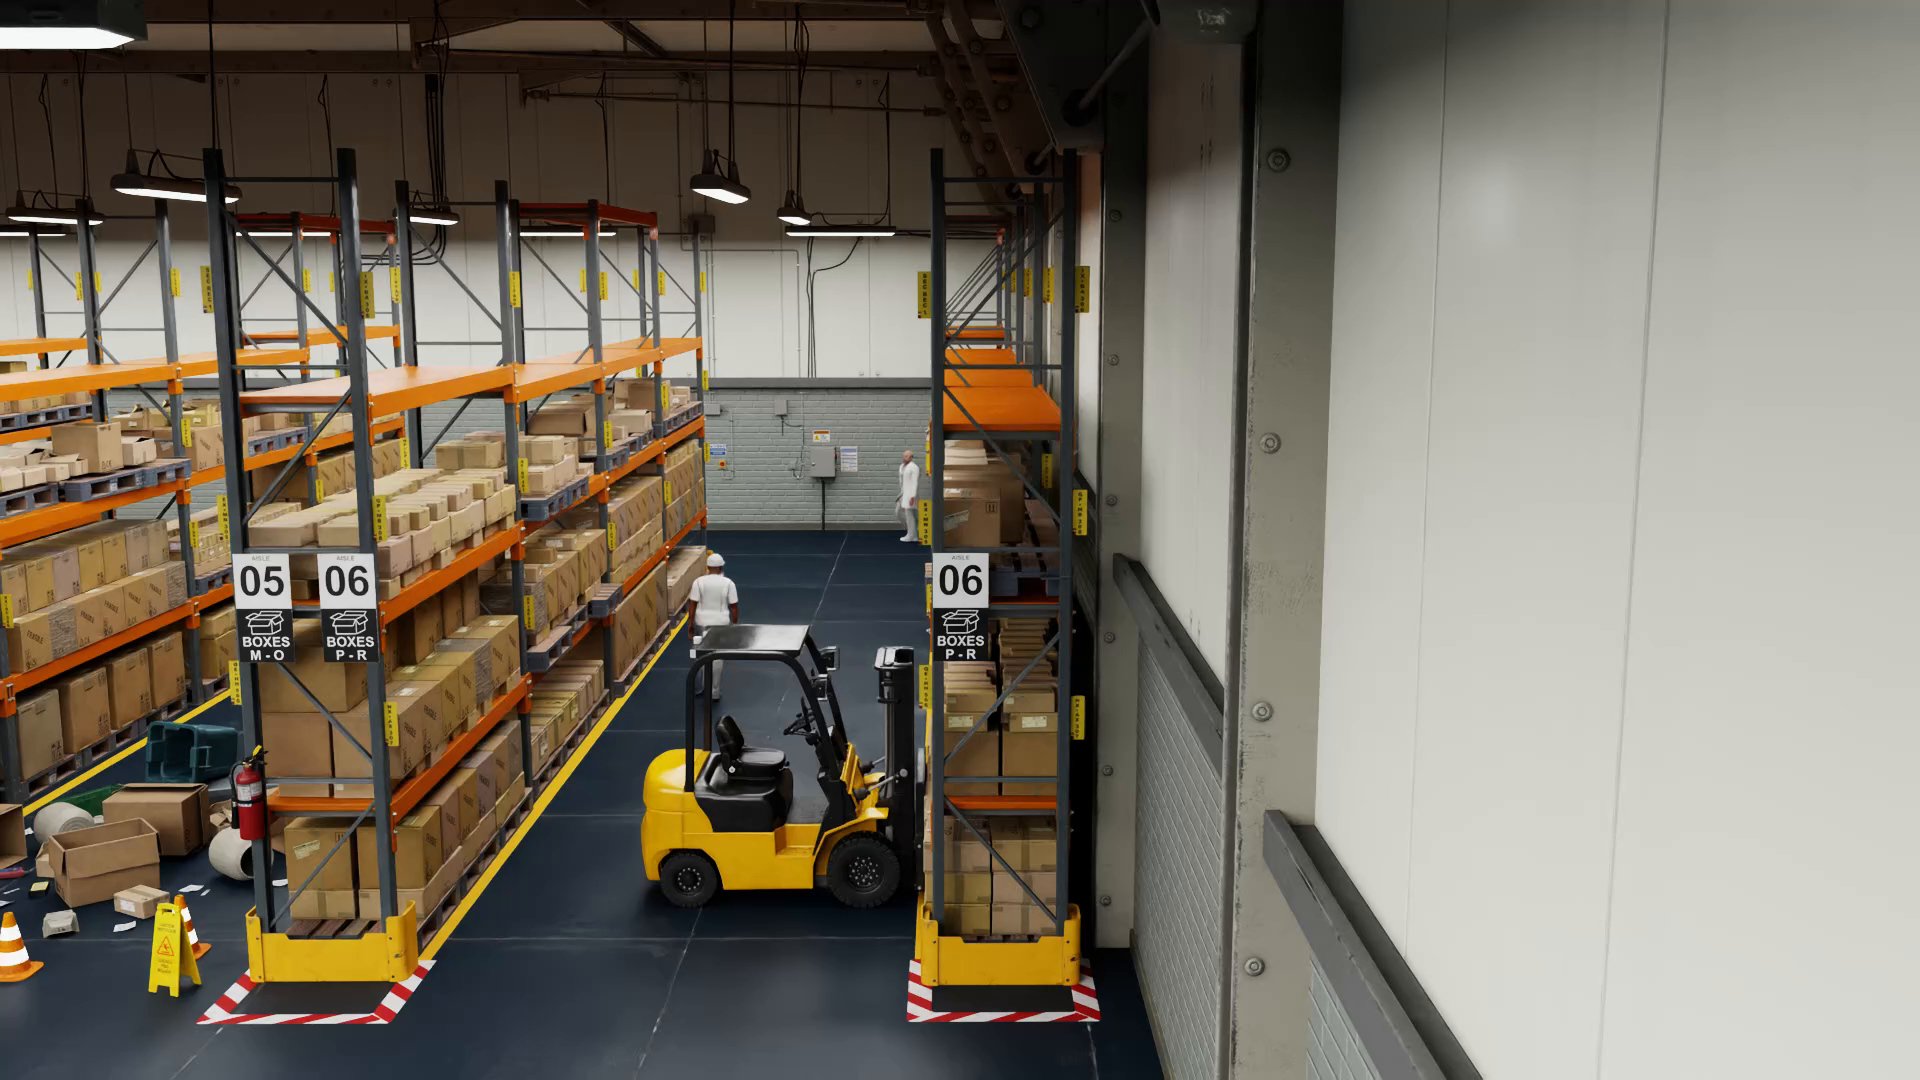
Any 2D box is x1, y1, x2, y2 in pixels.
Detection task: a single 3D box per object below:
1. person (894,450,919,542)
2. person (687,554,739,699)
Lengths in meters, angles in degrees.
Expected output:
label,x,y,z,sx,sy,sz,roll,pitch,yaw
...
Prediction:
label,x,y,z,sx,sy,sz,roll,pitch,yaw
person,-0.997,-0.842,32.095,0.522,1.799,0.608,-3,10,-19
person,-3.022,1.079,20.367,0.621,1.807,0.602,-1,9,-5
